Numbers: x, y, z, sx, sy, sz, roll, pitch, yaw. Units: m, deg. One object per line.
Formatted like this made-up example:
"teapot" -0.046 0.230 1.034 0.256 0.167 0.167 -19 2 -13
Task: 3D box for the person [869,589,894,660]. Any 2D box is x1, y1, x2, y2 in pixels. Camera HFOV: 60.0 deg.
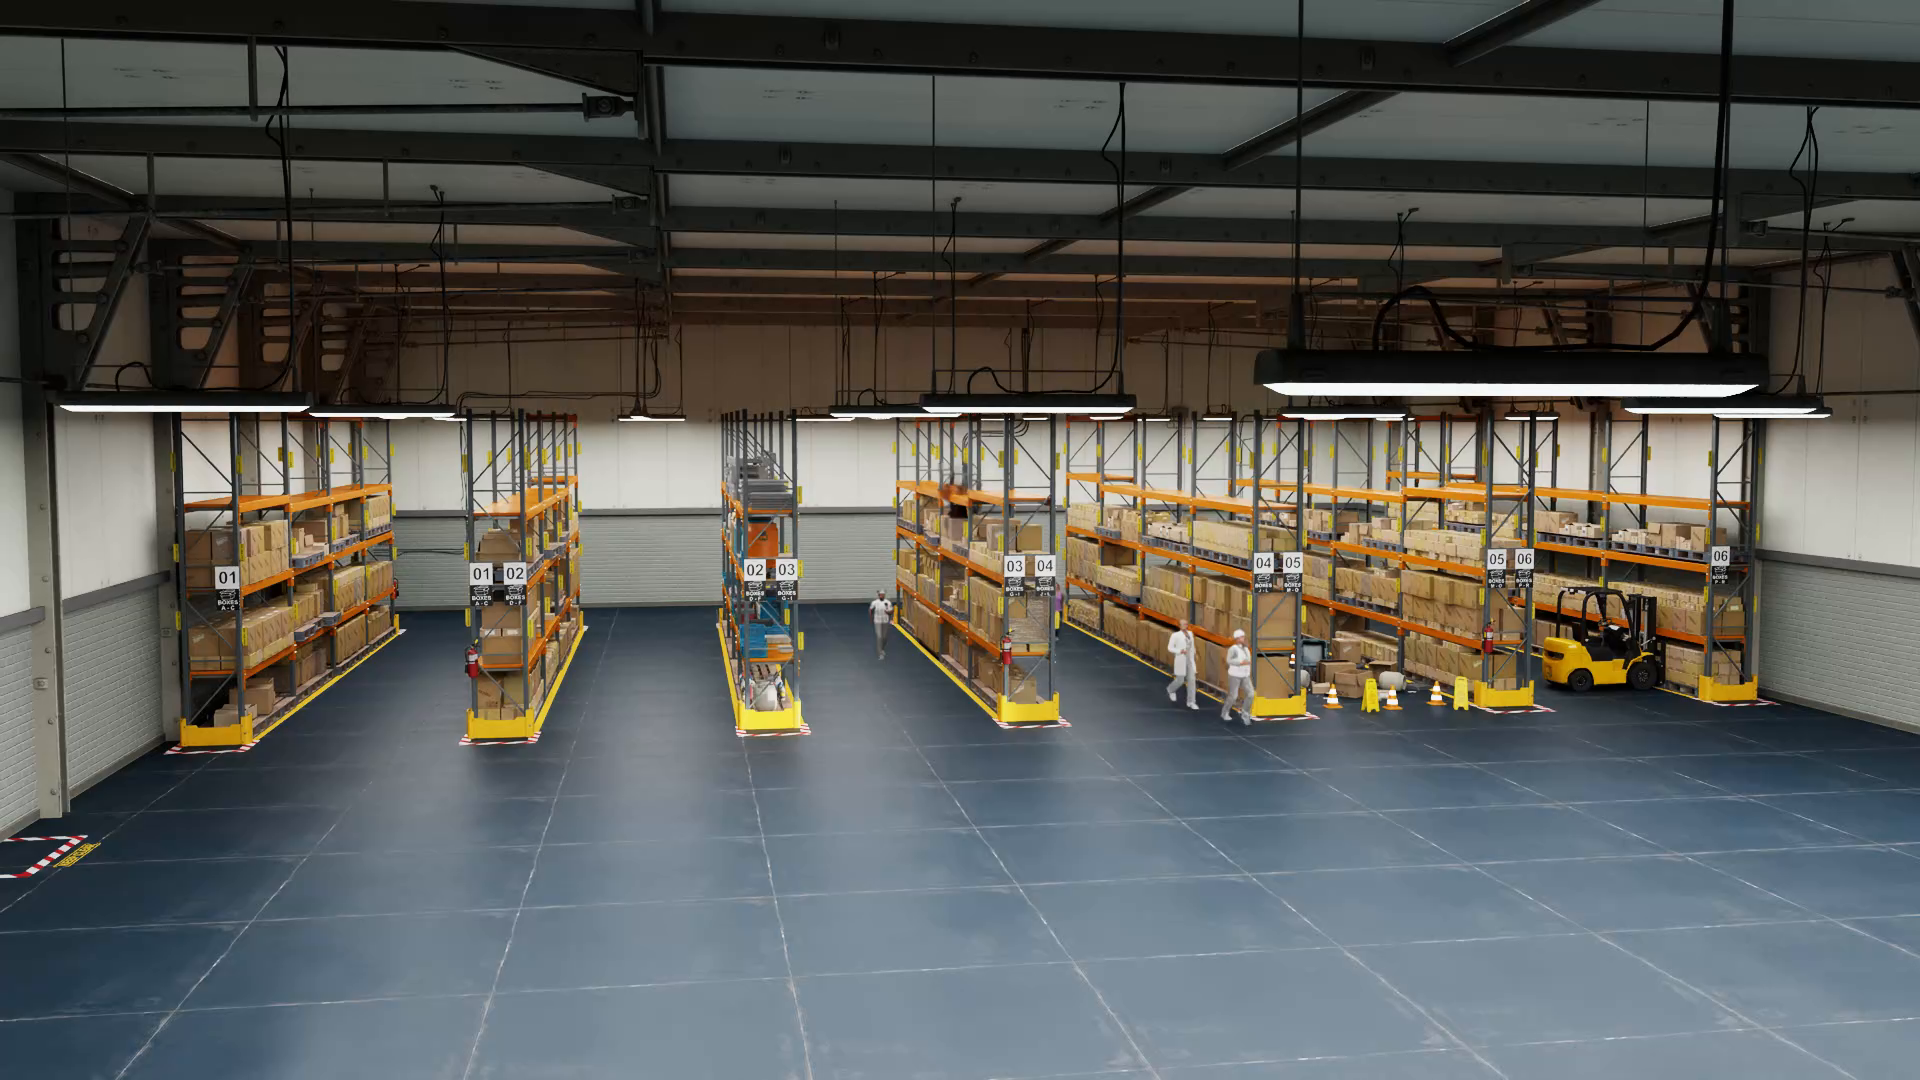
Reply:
"person" -1.908 2.028 40.530 0.570 1.698 0.910 -1 4 -13

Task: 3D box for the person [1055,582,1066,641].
"person" 2.554 1.888 44.003 0.548 1.538 0.609 -1 4 -9

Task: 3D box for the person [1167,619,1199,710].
"person" 4.514 2.484 33.558 0.712 1.776 1.037 -2 4 -23

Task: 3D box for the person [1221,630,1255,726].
"person" 5.337 2.631 31.778 0.655 1.838 0.686 -3 5 -35
